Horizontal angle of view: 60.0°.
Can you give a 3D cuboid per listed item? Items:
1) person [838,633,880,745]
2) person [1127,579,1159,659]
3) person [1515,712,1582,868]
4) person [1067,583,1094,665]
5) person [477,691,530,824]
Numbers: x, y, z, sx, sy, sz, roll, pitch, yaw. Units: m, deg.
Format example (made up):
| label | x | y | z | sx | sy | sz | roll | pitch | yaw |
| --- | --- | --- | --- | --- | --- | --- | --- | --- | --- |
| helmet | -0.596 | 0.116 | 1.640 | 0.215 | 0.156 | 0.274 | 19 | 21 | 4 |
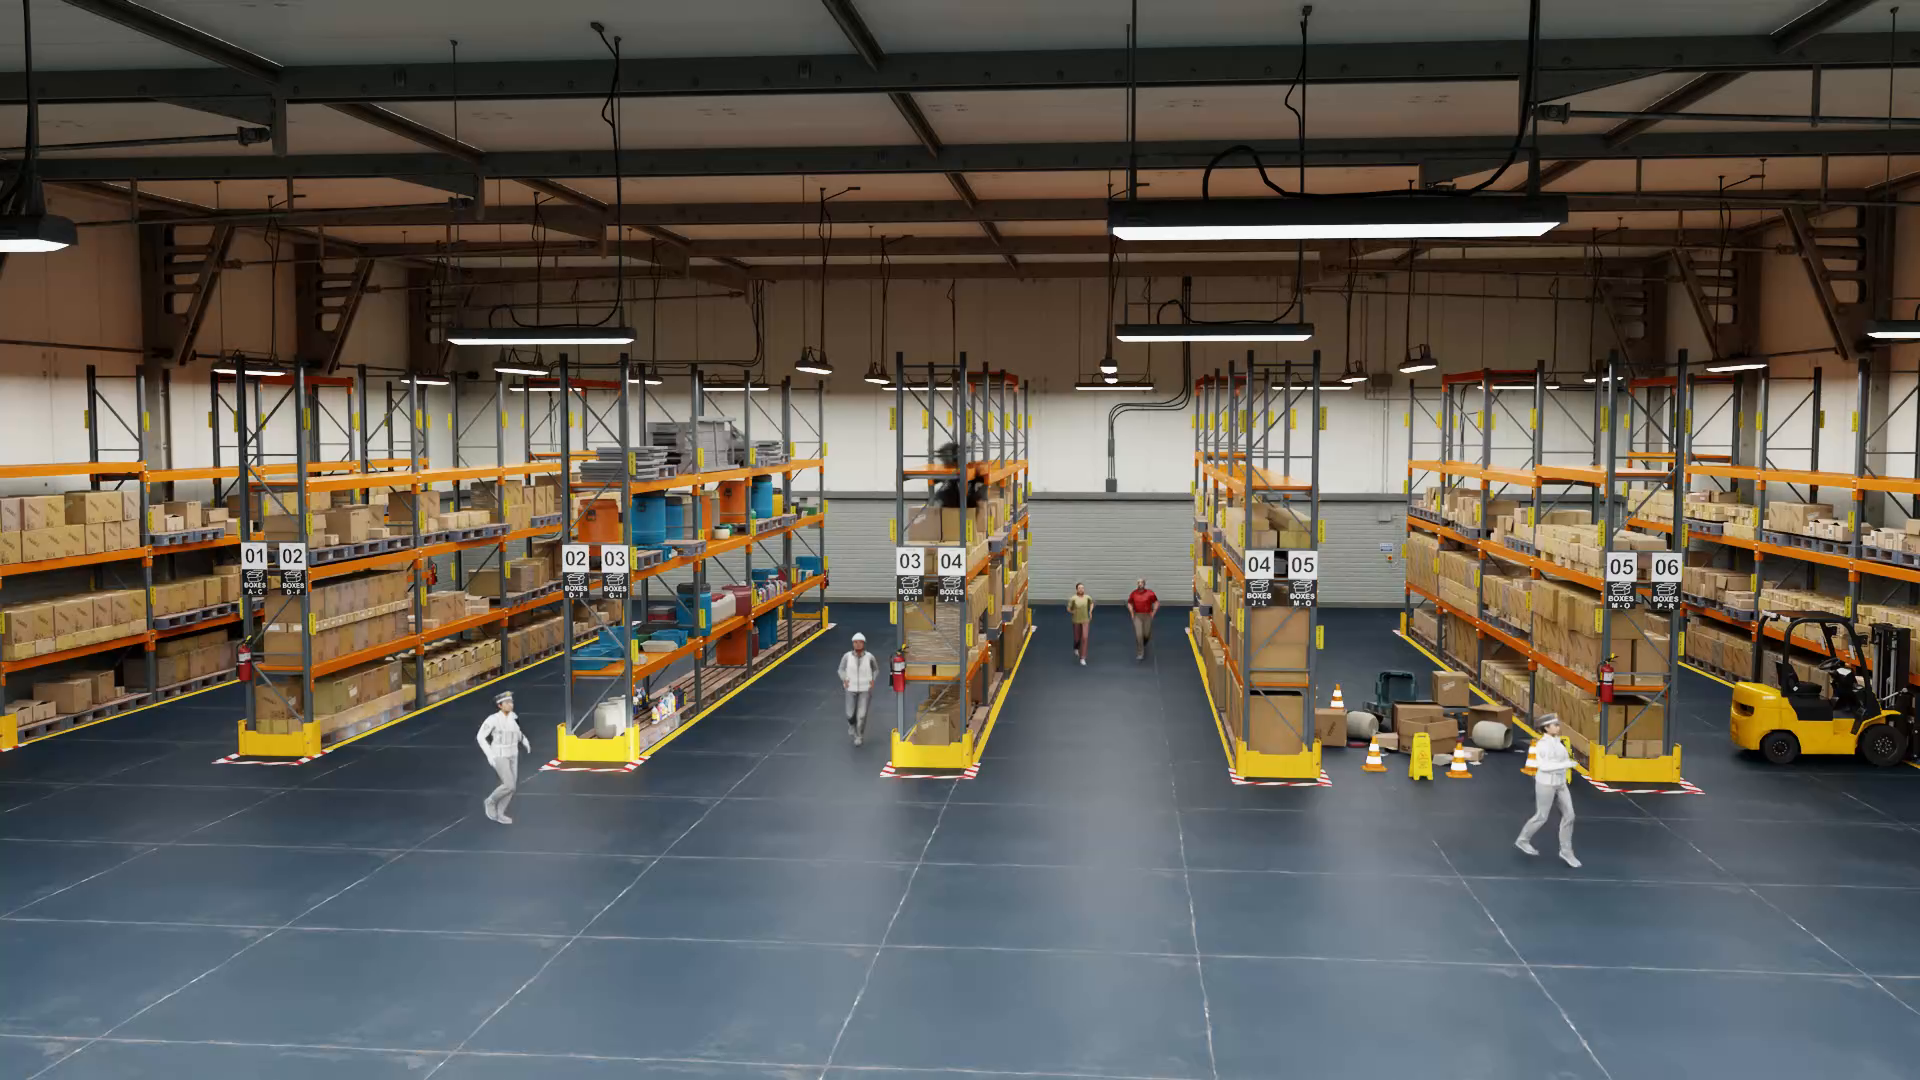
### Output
| label | x | y | z | sx | sy | sz | roll | pitch | yaw |
| --- | --- | --- | --- | --- | --- | --- | --- | --- | --- |
| person | -1.569 | 2.304 | 25.807 | 0.647 | 1.727 | 0.580 | 0 | 4 | -2 |
| person | 3.865 | 1.664 | 35.249 | 0.661 | 1.697 | 0.521 | 1 | 4 | 12 |
| person | 6.686 | 2.807 | 18.860 | 0.600 | 1.743 | 0.740 | -4 | 5 | -41 |
| person | 2.506 | 1.720 | 34.574 | 0.579 | 1.673 | 0.922 | 0 | 4 | -3 |
| person | -5.644 | 2.703 | 20.720 | 0.538 | 1.663 | 0.630 | 2 | 5 | 30 |
